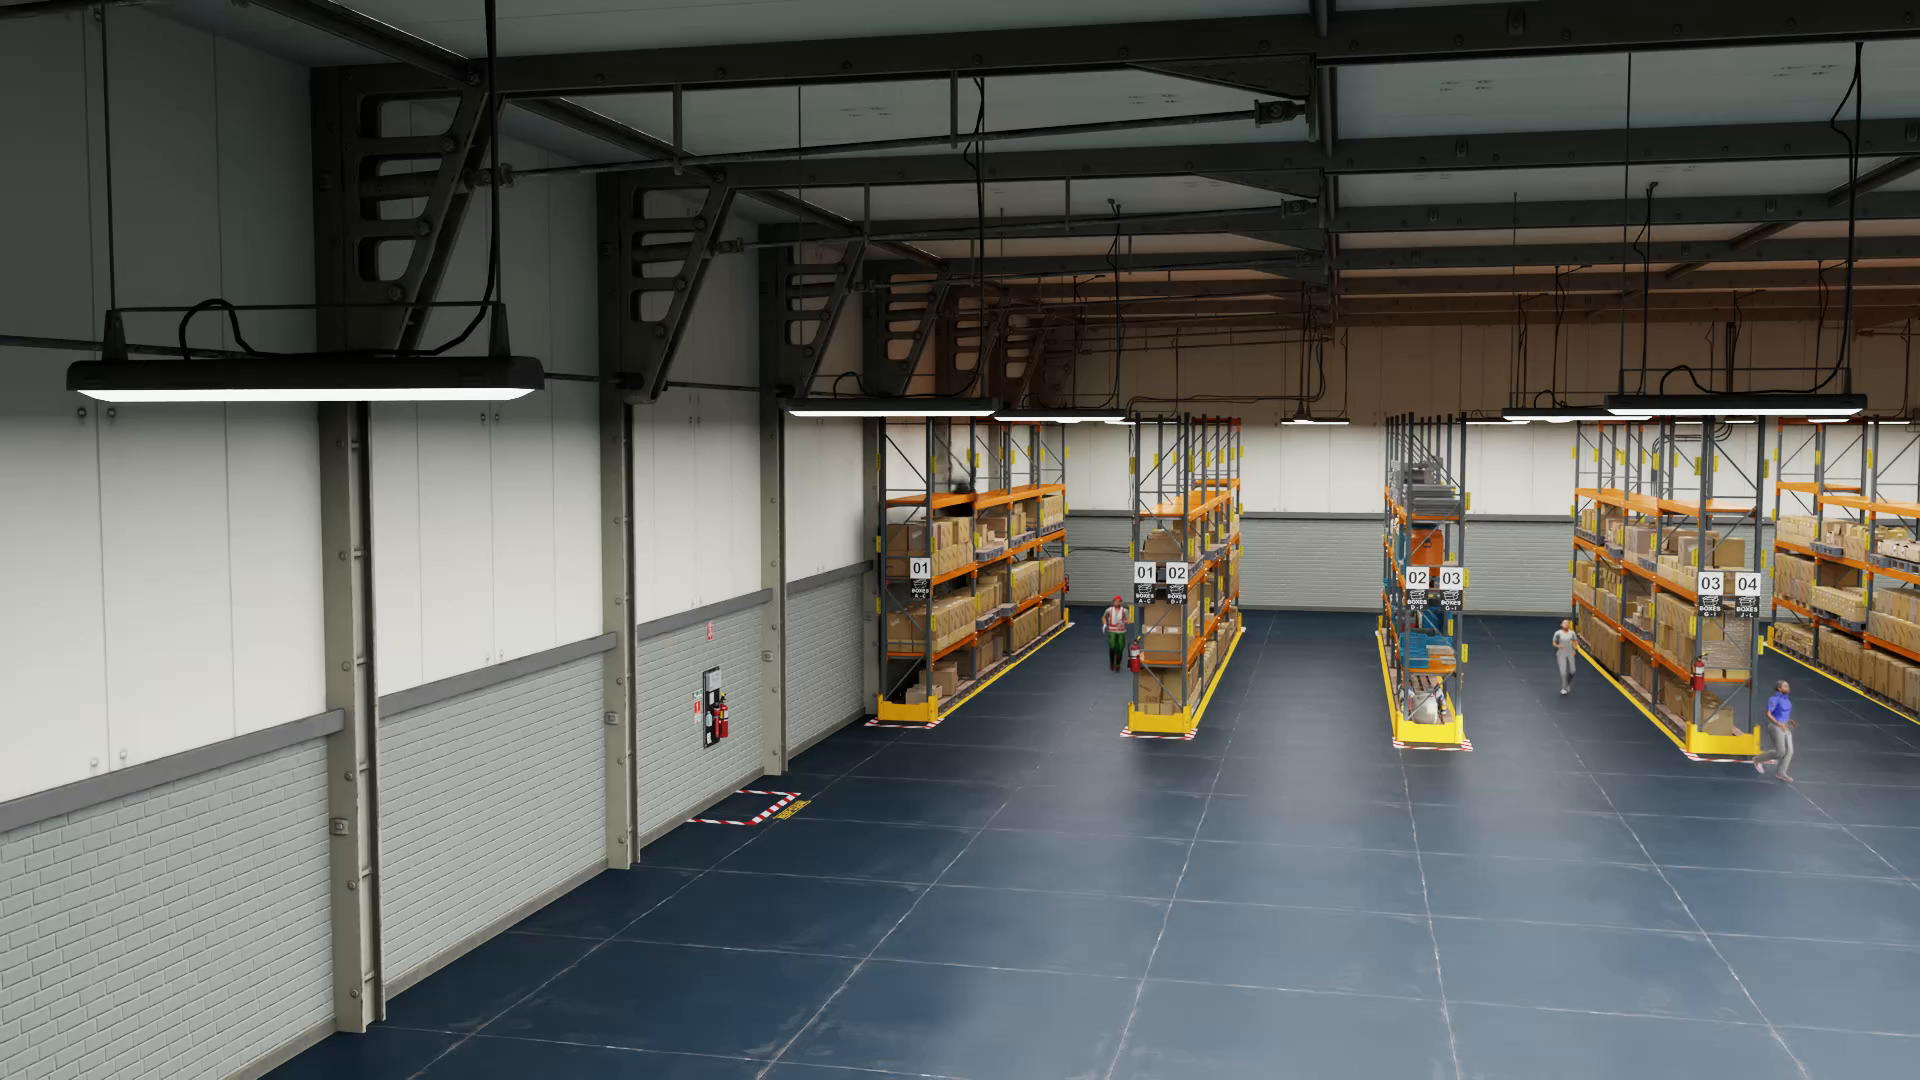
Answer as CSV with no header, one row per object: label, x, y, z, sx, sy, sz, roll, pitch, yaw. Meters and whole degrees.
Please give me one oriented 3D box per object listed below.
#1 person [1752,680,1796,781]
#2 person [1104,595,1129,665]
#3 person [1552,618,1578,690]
person,13.323,3.084,27.142,0.601,1.640,0.635,-3,5,-38
person,3.692,2.139,39.023,0.604,1.682,0.636,0,4,2
person,12.973,2.463,35.576,0.554,1.573,0.544,0,4,7
